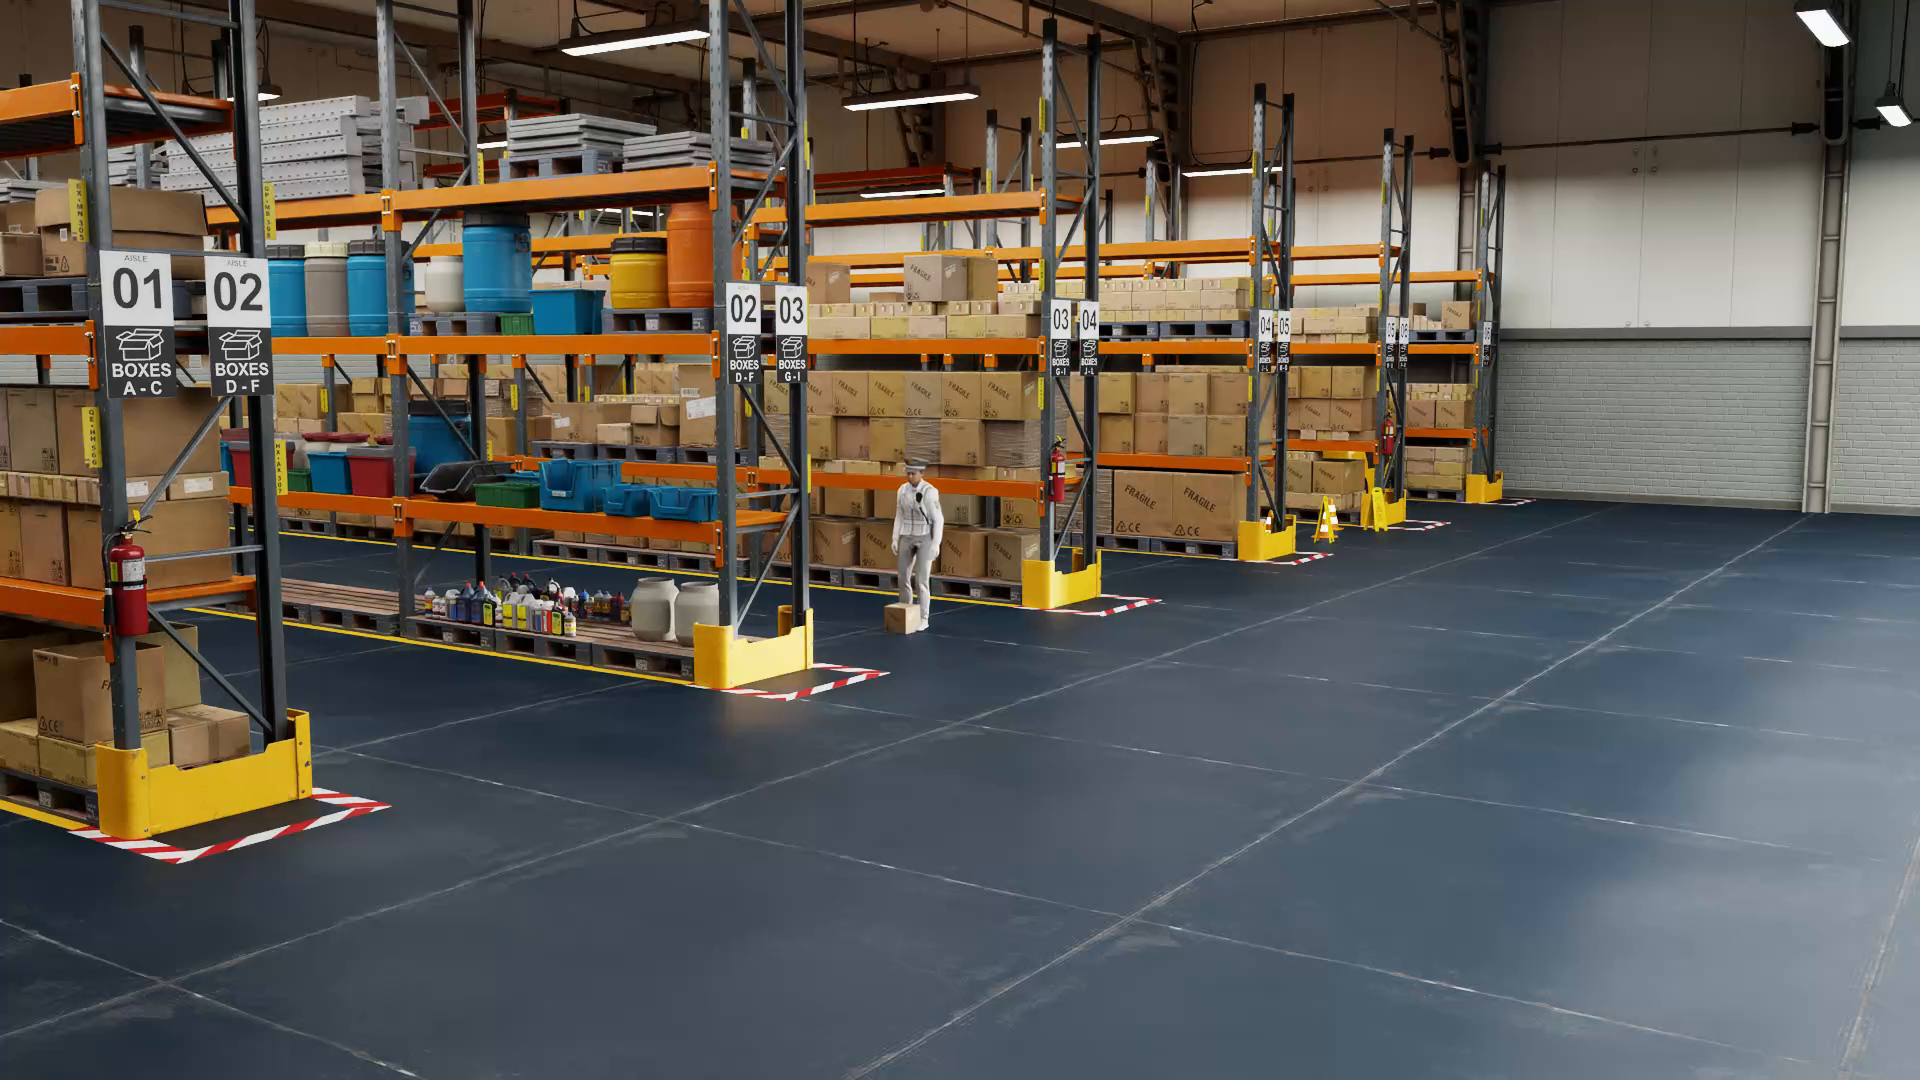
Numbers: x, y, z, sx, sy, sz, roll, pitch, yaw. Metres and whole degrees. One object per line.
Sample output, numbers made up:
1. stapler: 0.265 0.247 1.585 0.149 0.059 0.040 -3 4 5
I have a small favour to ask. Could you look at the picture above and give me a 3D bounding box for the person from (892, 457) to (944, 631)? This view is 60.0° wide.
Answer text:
1. person: -0.429 0.030 16.025 0.542 1.662 0.415 4 7 30
